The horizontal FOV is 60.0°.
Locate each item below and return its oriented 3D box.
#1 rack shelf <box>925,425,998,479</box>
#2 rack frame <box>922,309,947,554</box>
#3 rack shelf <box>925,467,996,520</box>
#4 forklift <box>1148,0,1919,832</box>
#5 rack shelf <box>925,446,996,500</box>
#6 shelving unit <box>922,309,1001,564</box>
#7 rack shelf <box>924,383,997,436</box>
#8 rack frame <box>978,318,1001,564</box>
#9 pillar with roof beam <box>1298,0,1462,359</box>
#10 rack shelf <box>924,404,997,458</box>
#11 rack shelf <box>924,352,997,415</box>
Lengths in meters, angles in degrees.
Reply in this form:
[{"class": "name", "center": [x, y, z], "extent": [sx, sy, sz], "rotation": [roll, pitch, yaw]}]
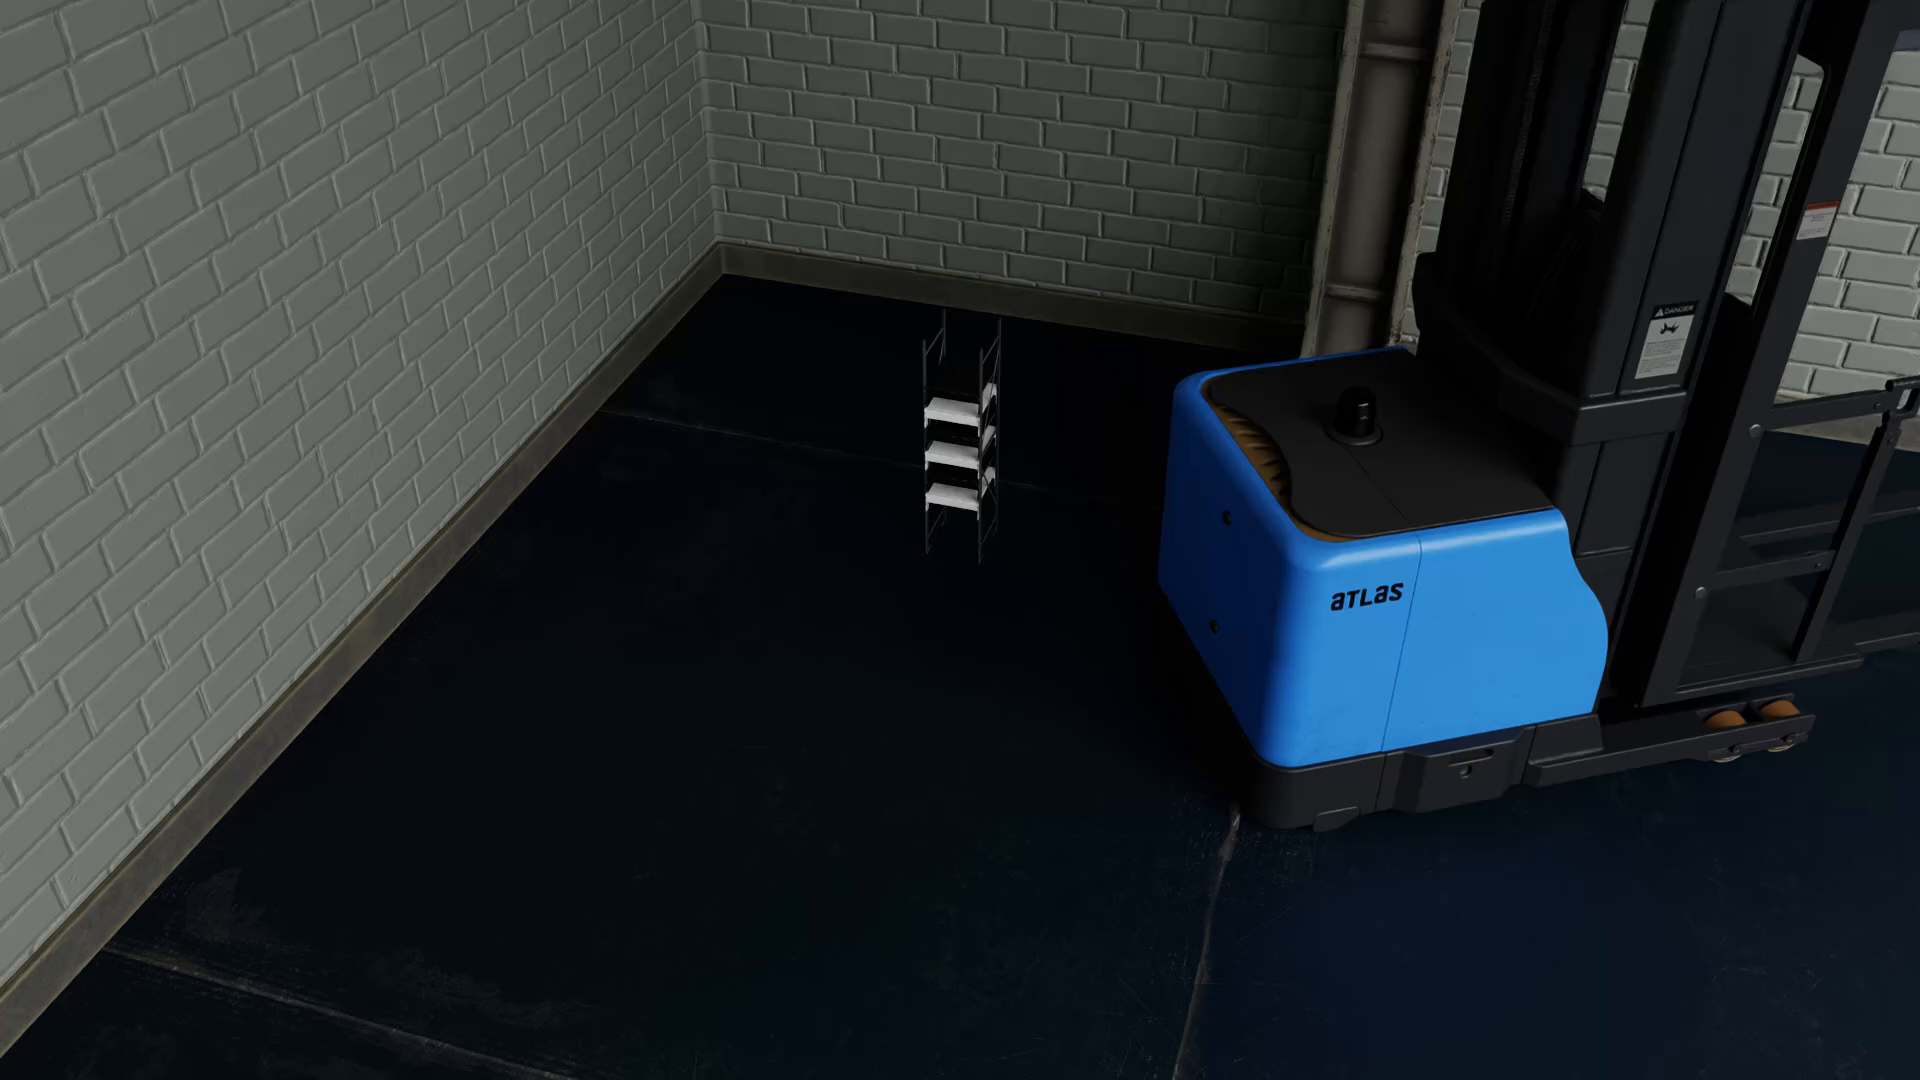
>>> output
[{"class": "rack shelf", "center": [0.008, -0.334, 6.001], "extent": [0.200, 0.077, 0.258], "rotation": [10, 38, 14]}, {"class": "rack frame", "center": [-0.089, -0.379, 6.006], "extent": [0.006, 0.900, 0.240], "rotation": [10, 38, 14]}, {"class": "rack shelf", "center": [0.008, -0.189, 6.108], "extent": [0.200, 0.077, 0.258], "rotation": [10, 38, 14]}, {"class": "forklift", "center": [2.219, -0.769, 4.822], "extent": [3.031, 2.935, 1.130], "rotation": [-9, 37, -12]}, {"class": "rack shelf", "center": [0.008, -0.262, 6.054], "extent": [0.200, 0.077, 0.258], "rotation": [10, 38, 14]}, {"class": "shelving unit", "center": [0.008, -0.361, 5.981], "extent": [0.210, 0.900, 0.258], "rotation": [10, 38, 14]}, {"class": "rack shelf", "center": [0.008, -0.479, 5.894], "extent": [0.200, 0.077, 0.258], "rotation": [10, 38, 14]}, {"class": "rack frame", "center": [0.105, -0.343, 5.957], "extent": [0.006, 0.900, 0.240], "rotation": [10, 38, 14]}, {"class": "pillar with roof beam", "center": [0.381, -1.881, 1.214], "extent": [0.400, 9.000, 9.100], "rotation": [10, 38, 14]}, {"class": "rack shelf", "center": [0.008, -0.407, 5.948], "extent": [0.200, 0.077, 0.258], "rotation": [10, 38, 14]}, {"class": "rack shelf", "center": [0.008, -0.552, 5.841], "extent": [0.200, 0.077, 0.258], "rotation": [10, 38, 14]}]
